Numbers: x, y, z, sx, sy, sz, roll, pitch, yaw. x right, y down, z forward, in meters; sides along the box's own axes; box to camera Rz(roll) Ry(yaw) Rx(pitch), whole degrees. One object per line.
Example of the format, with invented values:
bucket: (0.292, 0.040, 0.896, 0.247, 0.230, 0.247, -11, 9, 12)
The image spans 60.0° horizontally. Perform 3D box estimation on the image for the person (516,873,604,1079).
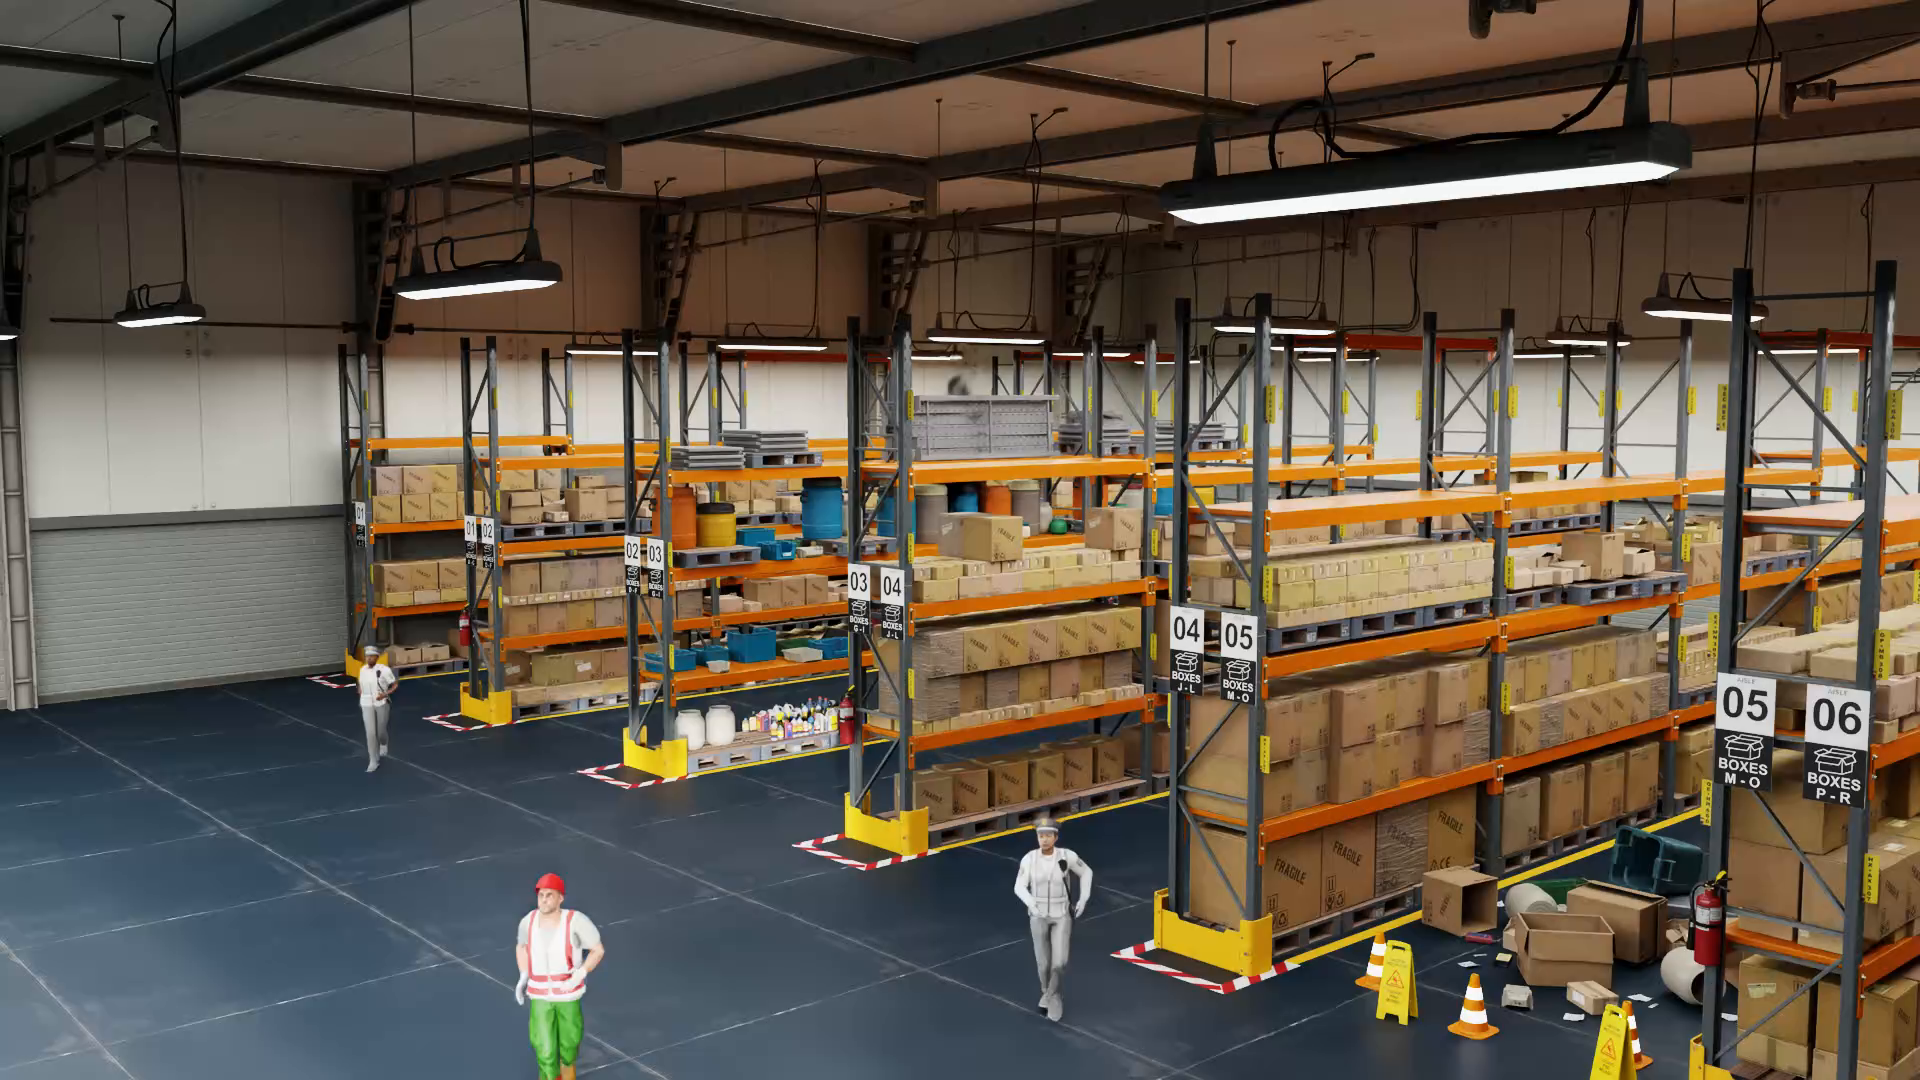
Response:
person: (-2.852, 3.233, 11.816, 0.646, 1.778, 0.816, 0, 5, -1)

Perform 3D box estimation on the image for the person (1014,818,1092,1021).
person: (0.757, 3.118, 13.706, 0.623, 1.666, 0.653, 1, 5, 10)

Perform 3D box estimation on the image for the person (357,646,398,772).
person: (-8.030, 2.286, 22.904, 0.574, 1.702, 0.783, 0, 5, -5)
